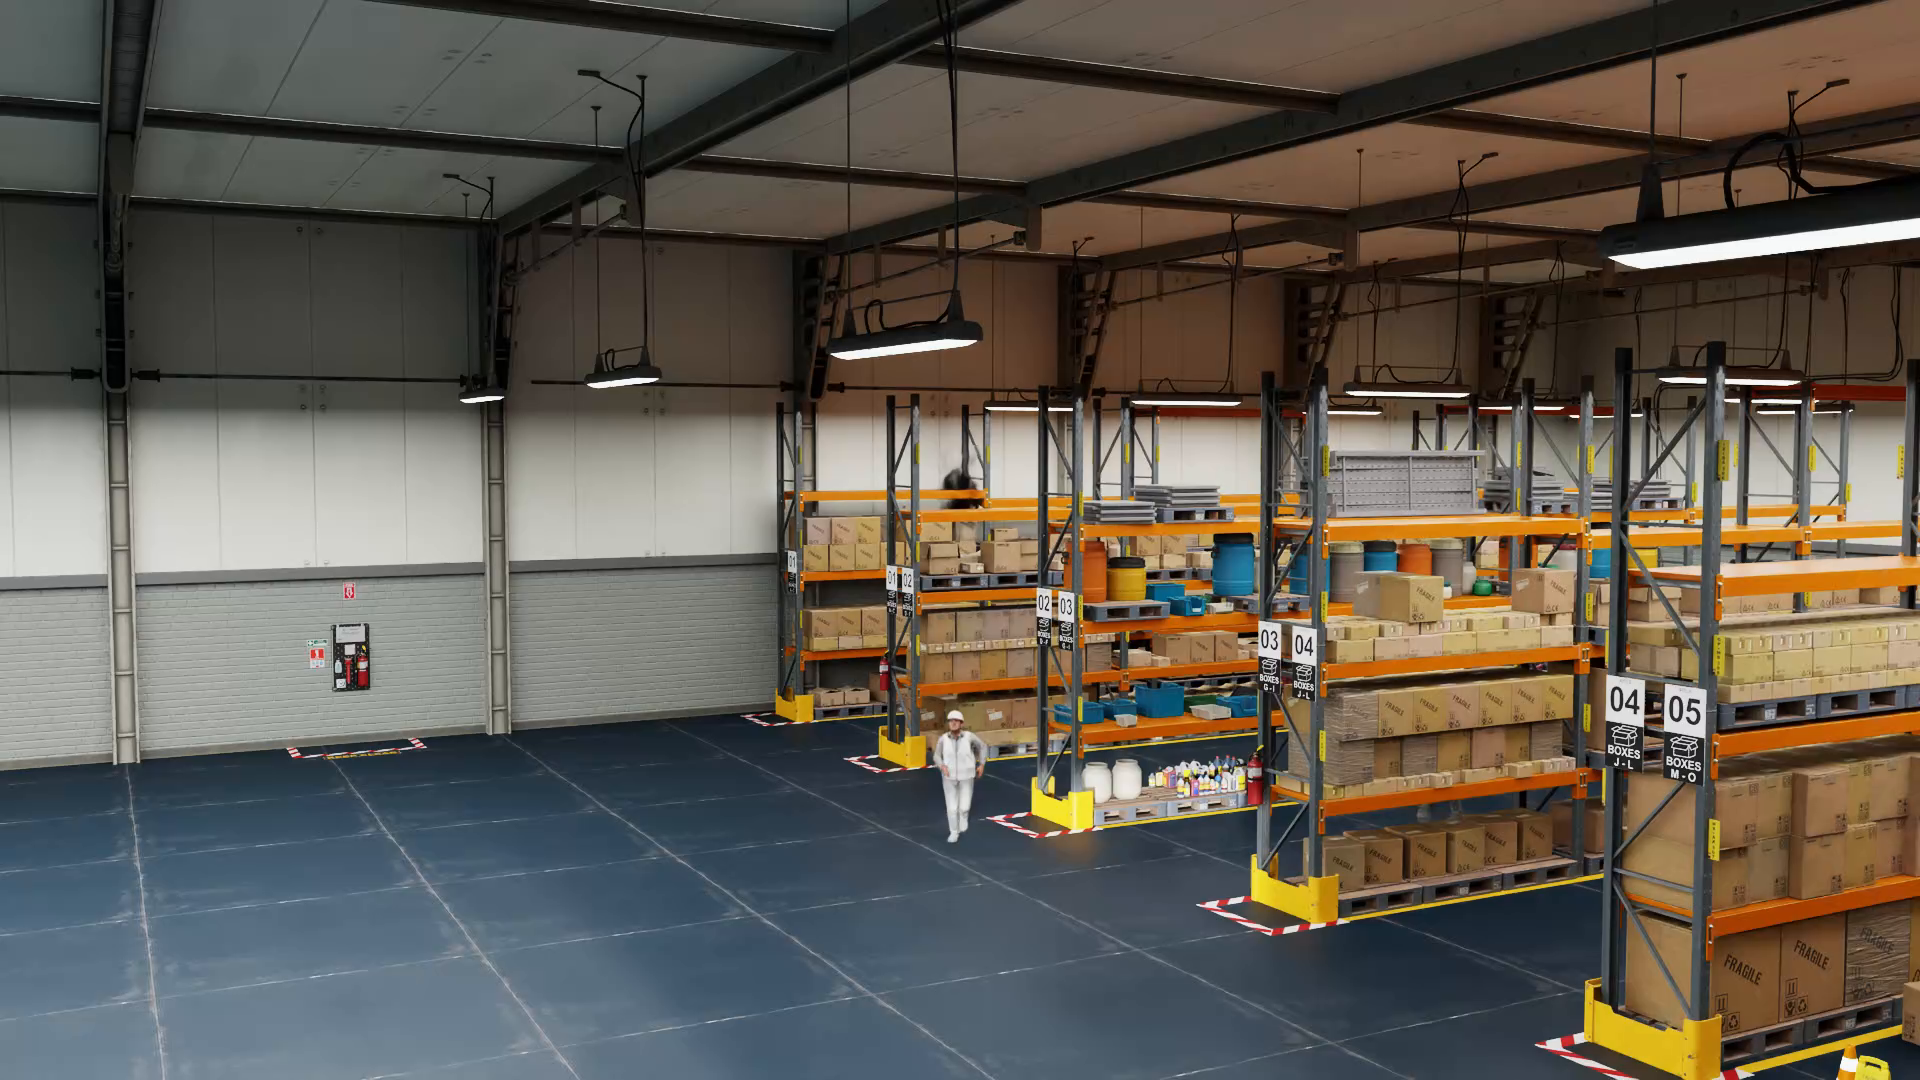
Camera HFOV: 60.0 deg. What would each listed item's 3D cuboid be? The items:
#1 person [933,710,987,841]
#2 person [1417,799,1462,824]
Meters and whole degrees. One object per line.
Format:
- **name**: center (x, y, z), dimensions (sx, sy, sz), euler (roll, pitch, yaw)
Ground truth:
- **person**: center (-0.012, 3.081, 21.601), dimensions (0.694, 1.734, 0.665), euler (0, 3, 6)
- **person**: center (6.472, 3.001, 22.458), dimensions (0.820, 1.821, 0.677), euler (-3, 4, -39)
